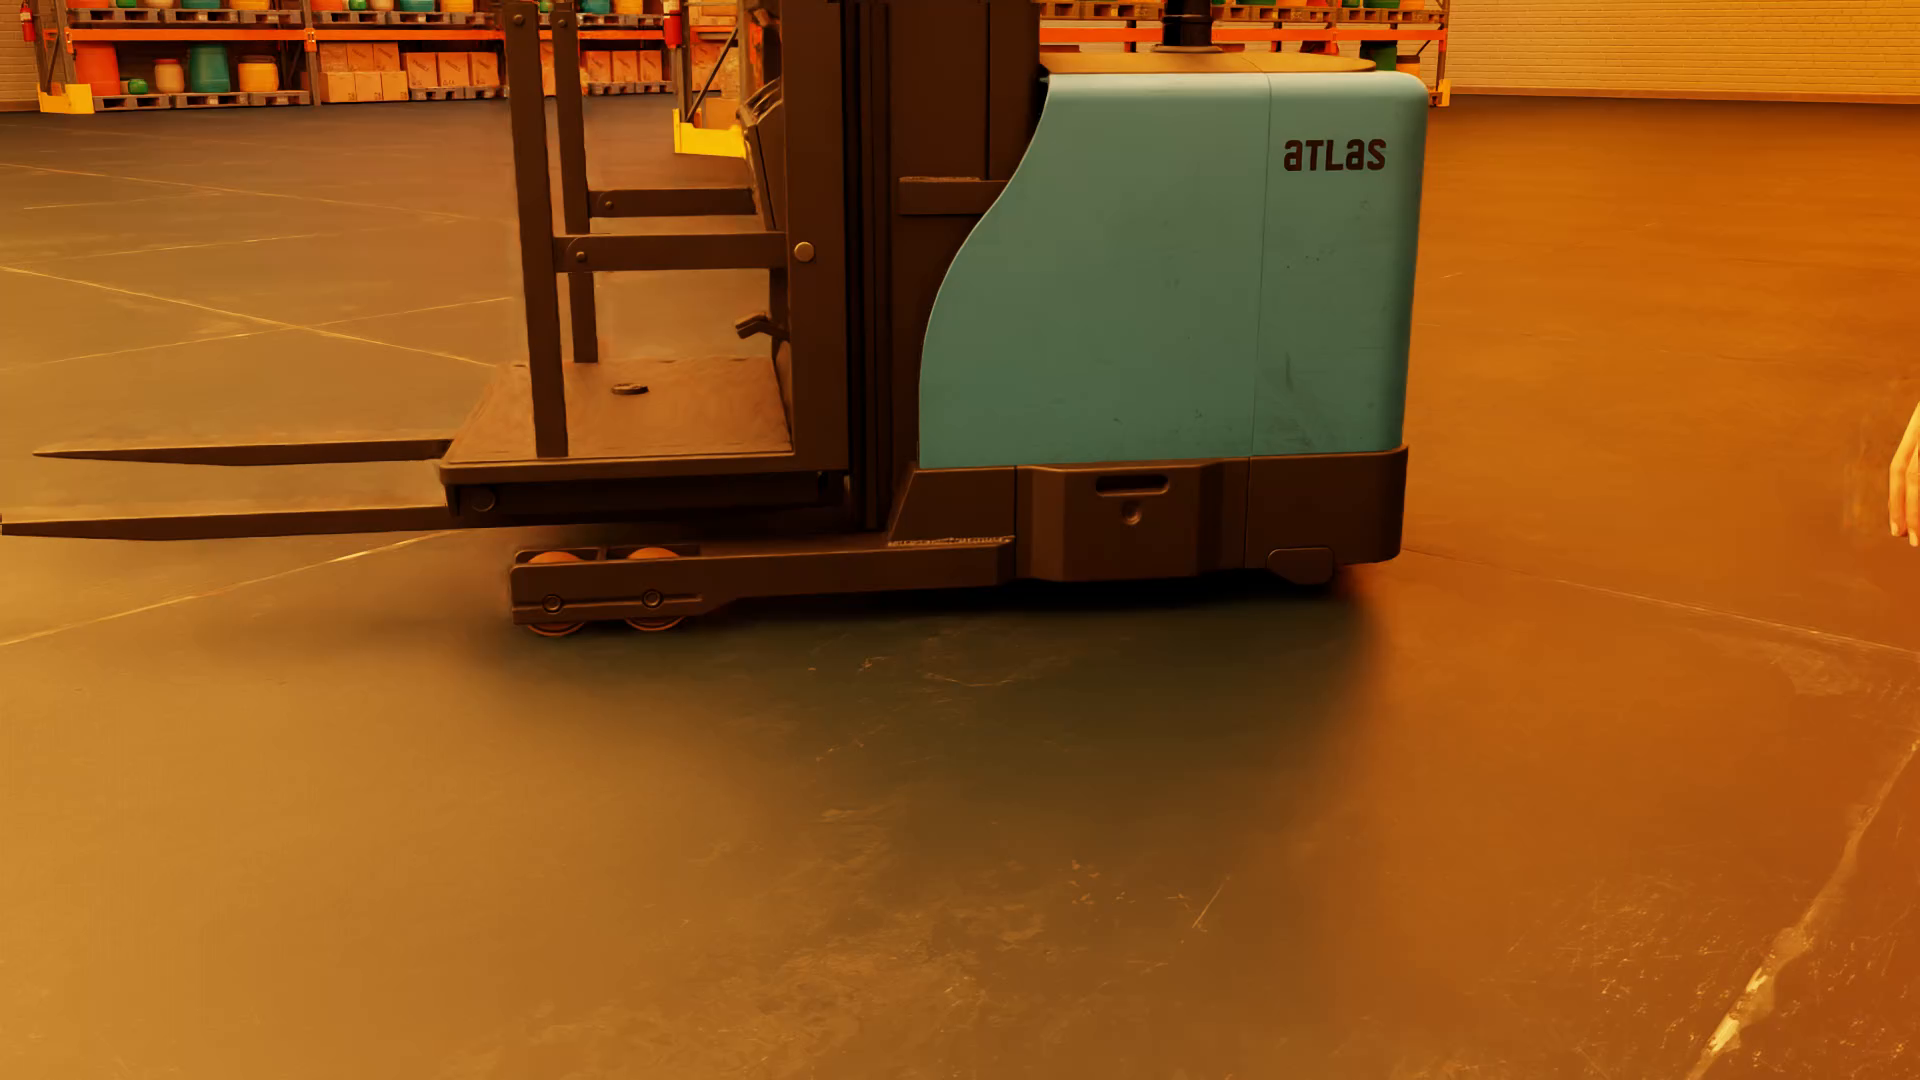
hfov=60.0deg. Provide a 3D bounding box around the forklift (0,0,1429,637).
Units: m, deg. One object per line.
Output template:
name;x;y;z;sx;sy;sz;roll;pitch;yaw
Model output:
forklift;-0.604;-1.375;3.424;3.031;2.935;1.130;-2;17;-8
